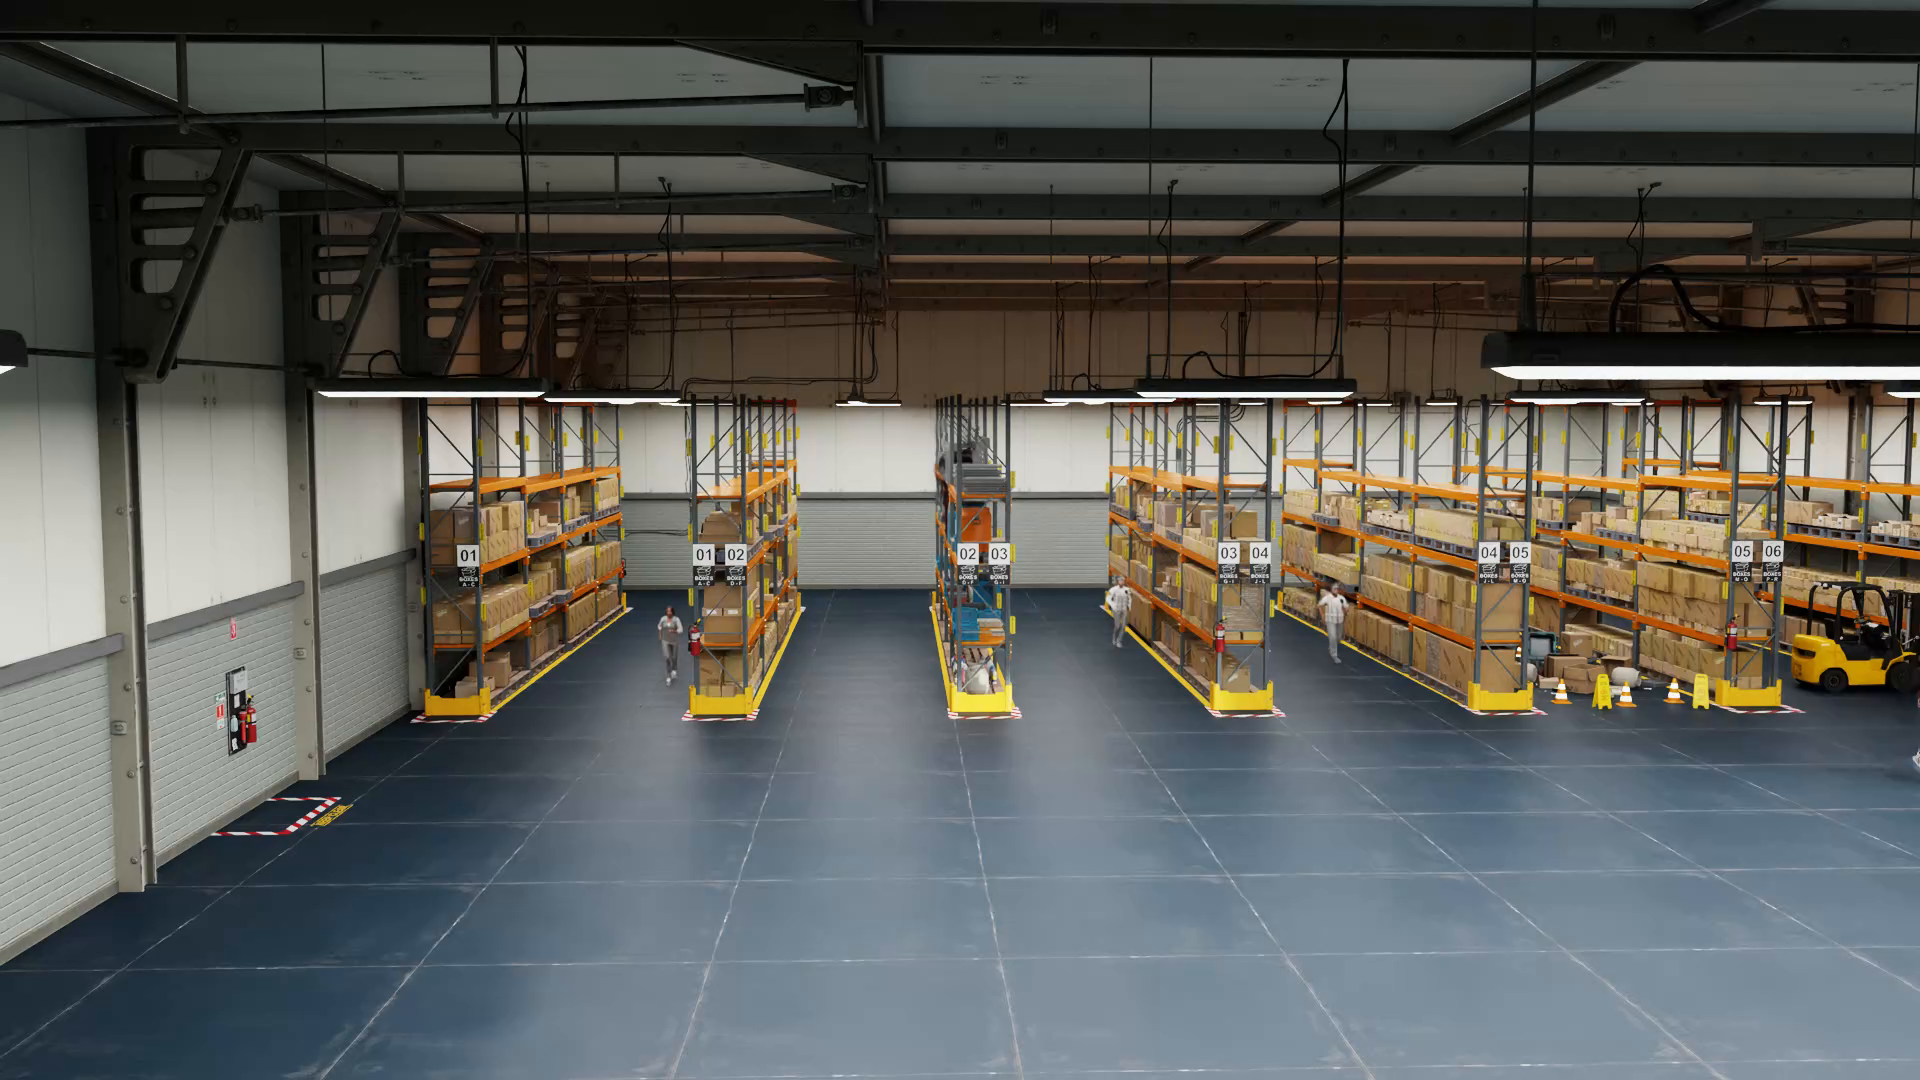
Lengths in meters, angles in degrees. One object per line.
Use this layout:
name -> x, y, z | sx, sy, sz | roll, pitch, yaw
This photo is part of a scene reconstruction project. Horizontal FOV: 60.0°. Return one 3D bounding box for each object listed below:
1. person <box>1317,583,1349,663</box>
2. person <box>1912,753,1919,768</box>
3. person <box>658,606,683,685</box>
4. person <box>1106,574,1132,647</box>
person -> 8.498, 1.846, 37.721 | 0.662, 1.768, 0.989 | -1, 5, -10
person -> 15.060, 2.865, 25.409 | 0.921, 1.696, 0.674 | 4, 6, 42
person -> -6.042, 2.168, 34.718 | 0.520, 1.612, 0.855 | -1, 5, -7
person -> 3.665, 1.614, 37.977 | 0.599, 1.667, 0.497 | -1, 5, -12
